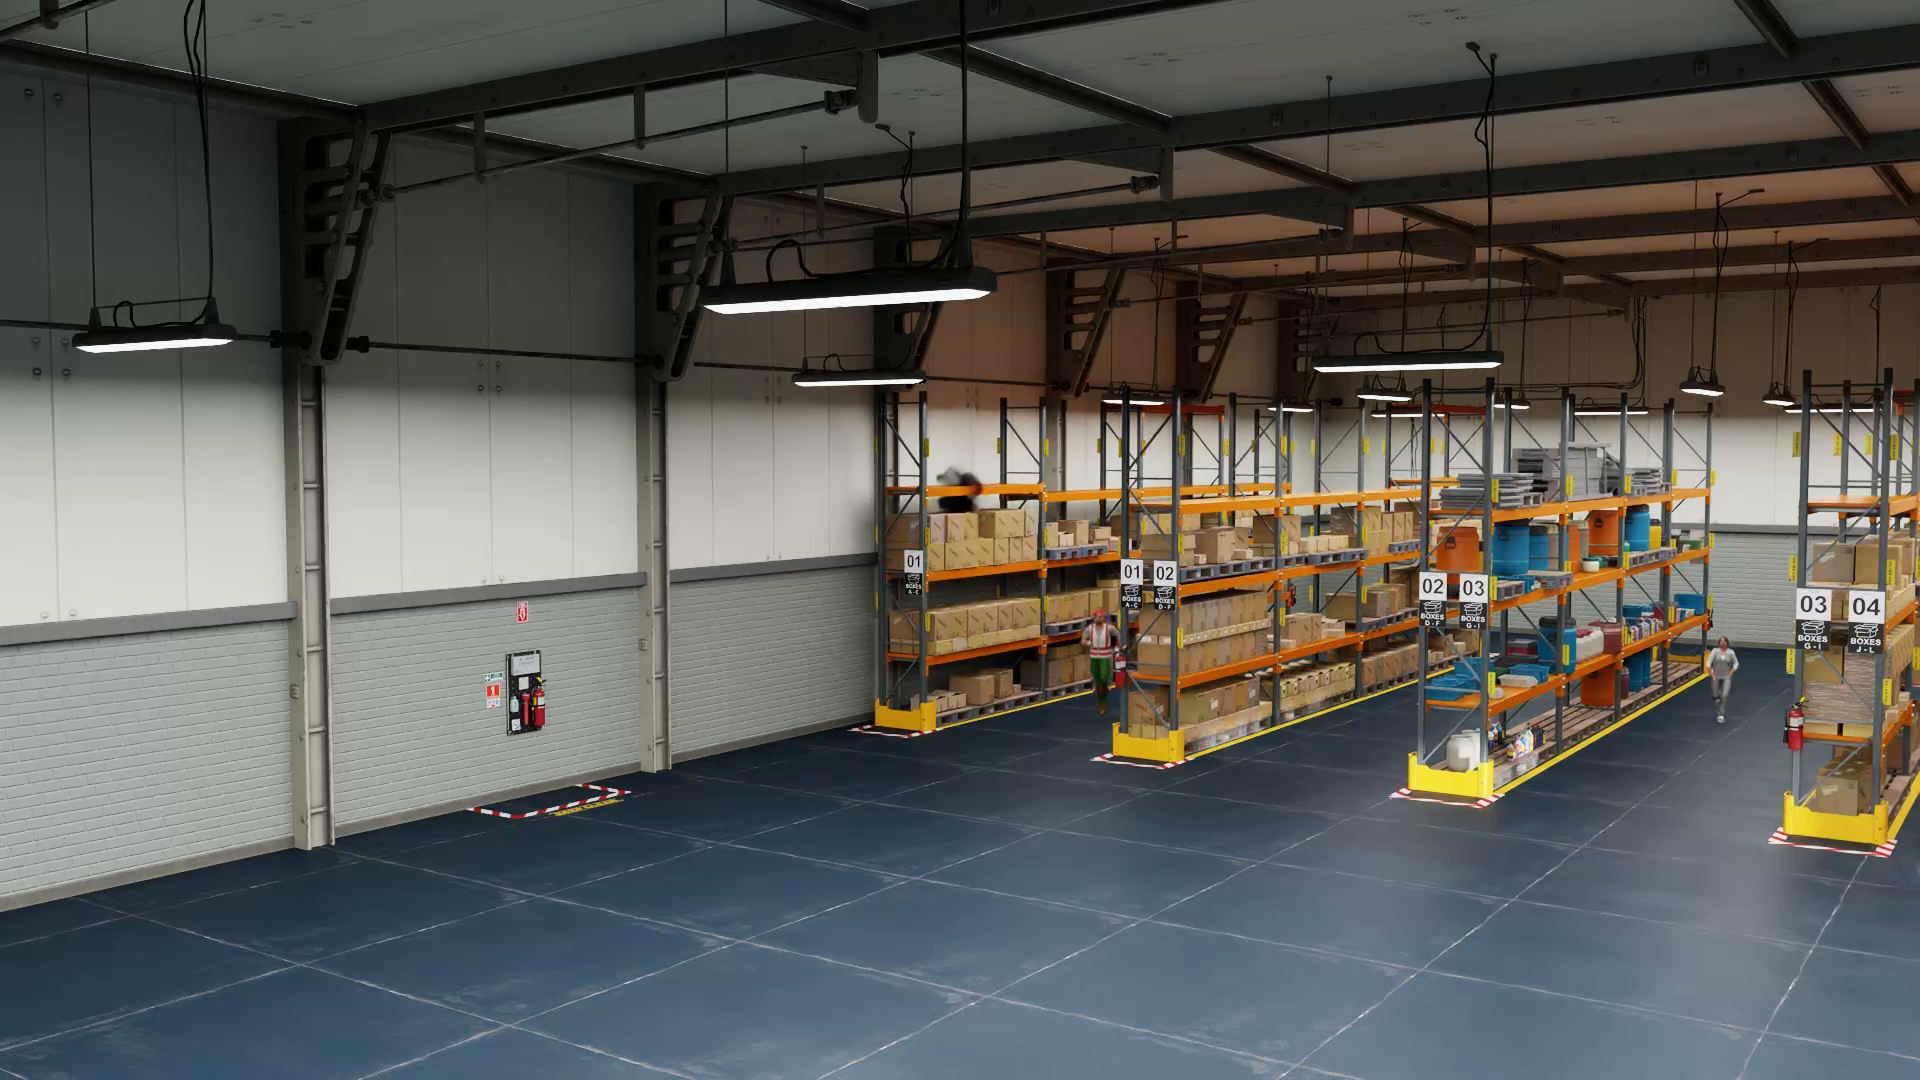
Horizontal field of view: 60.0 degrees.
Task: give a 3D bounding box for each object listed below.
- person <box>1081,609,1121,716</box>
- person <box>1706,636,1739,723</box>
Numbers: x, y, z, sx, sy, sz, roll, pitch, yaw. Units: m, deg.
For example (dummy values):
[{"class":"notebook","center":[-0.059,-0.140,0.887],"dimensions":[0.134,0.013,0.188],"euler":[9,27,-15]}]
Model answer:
[{"class":"person","center":[2.504,2.187,29.917],"dimensions":[0.664,1.907,0.751],"euler":[1,3,19]},{"class":"person","center":[14.021,2.545,30.591],"dimensions":[0.543,1.559,0.676],"euler":[2,4,28]}]
